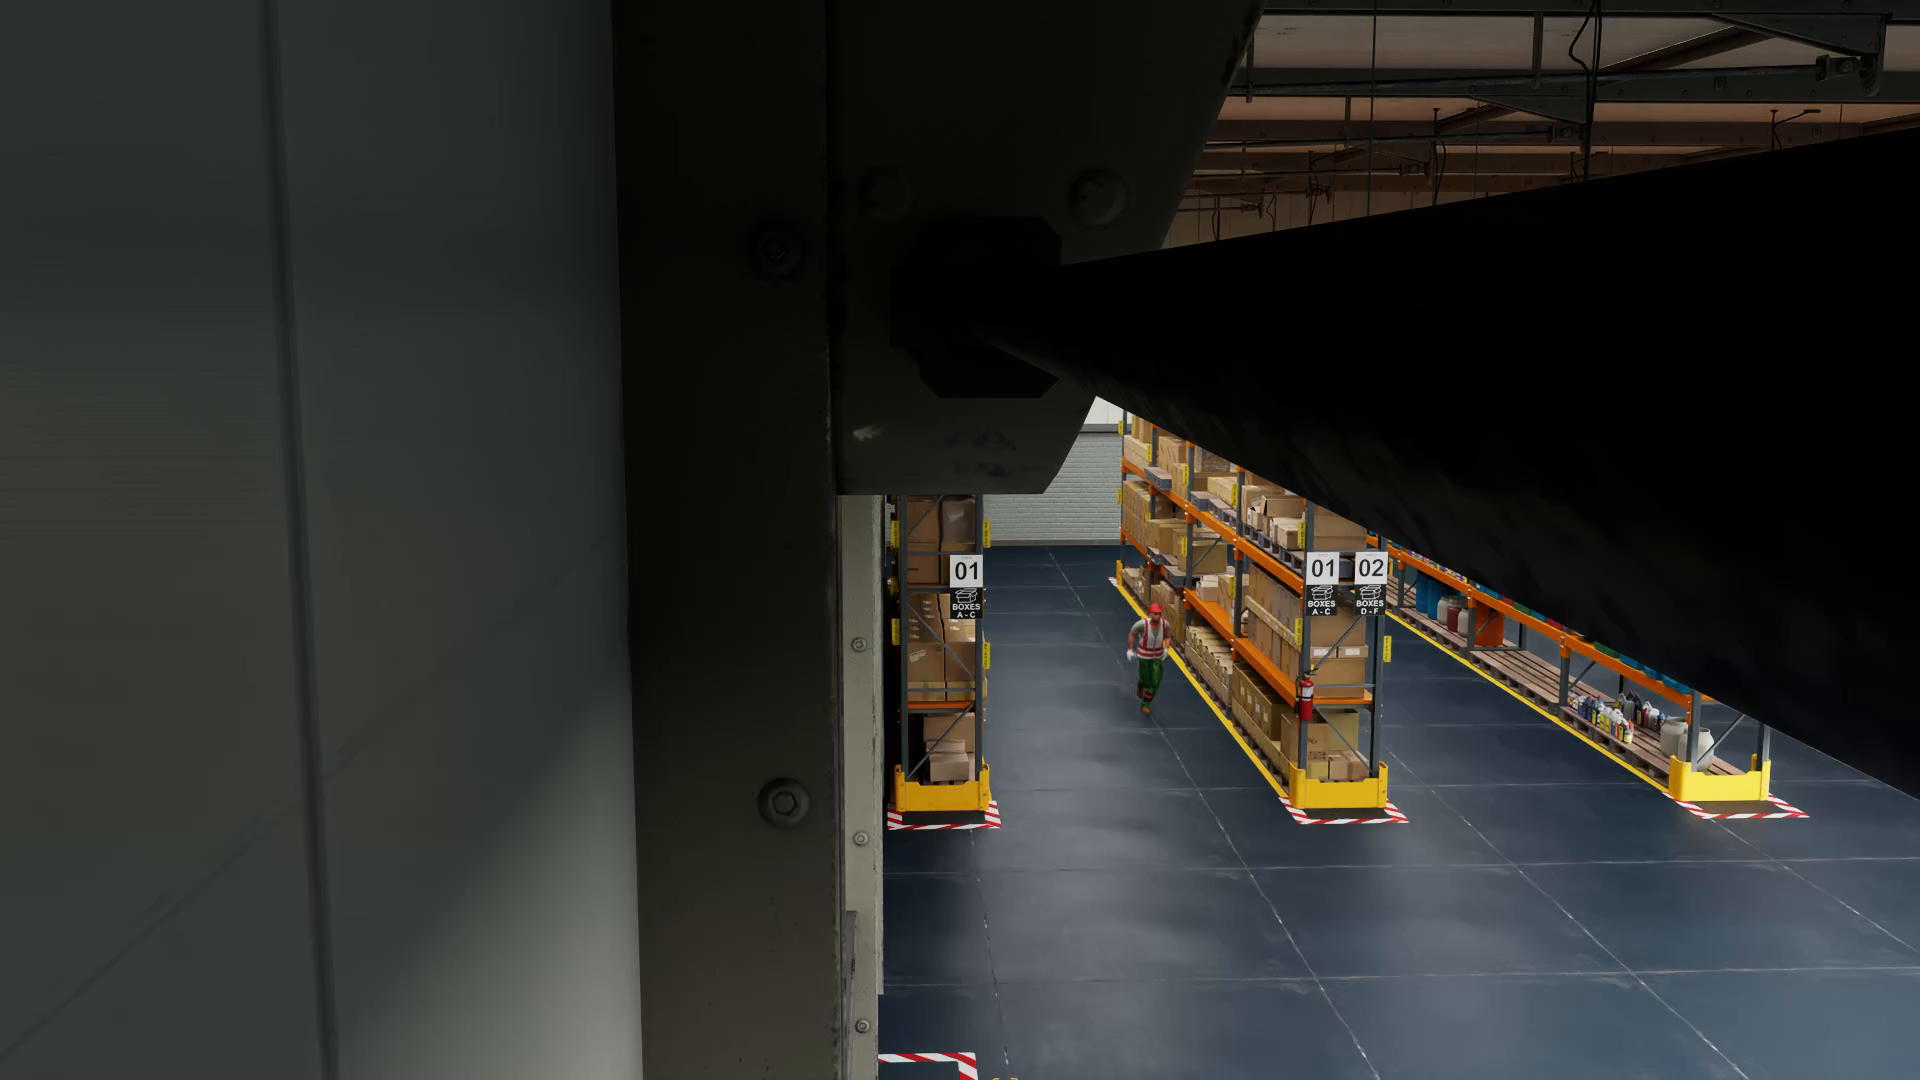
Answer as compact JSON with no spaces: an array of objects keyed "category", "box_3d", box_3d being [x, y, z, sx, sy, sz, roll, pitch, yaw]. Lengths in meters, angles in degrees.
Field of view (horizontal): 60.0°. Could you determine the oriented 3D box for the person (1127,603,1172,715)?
[{"category":"person","box_3d":[2.878,1.775,25.260,0.657,1.716,0.700,-3,9,-18]}]
